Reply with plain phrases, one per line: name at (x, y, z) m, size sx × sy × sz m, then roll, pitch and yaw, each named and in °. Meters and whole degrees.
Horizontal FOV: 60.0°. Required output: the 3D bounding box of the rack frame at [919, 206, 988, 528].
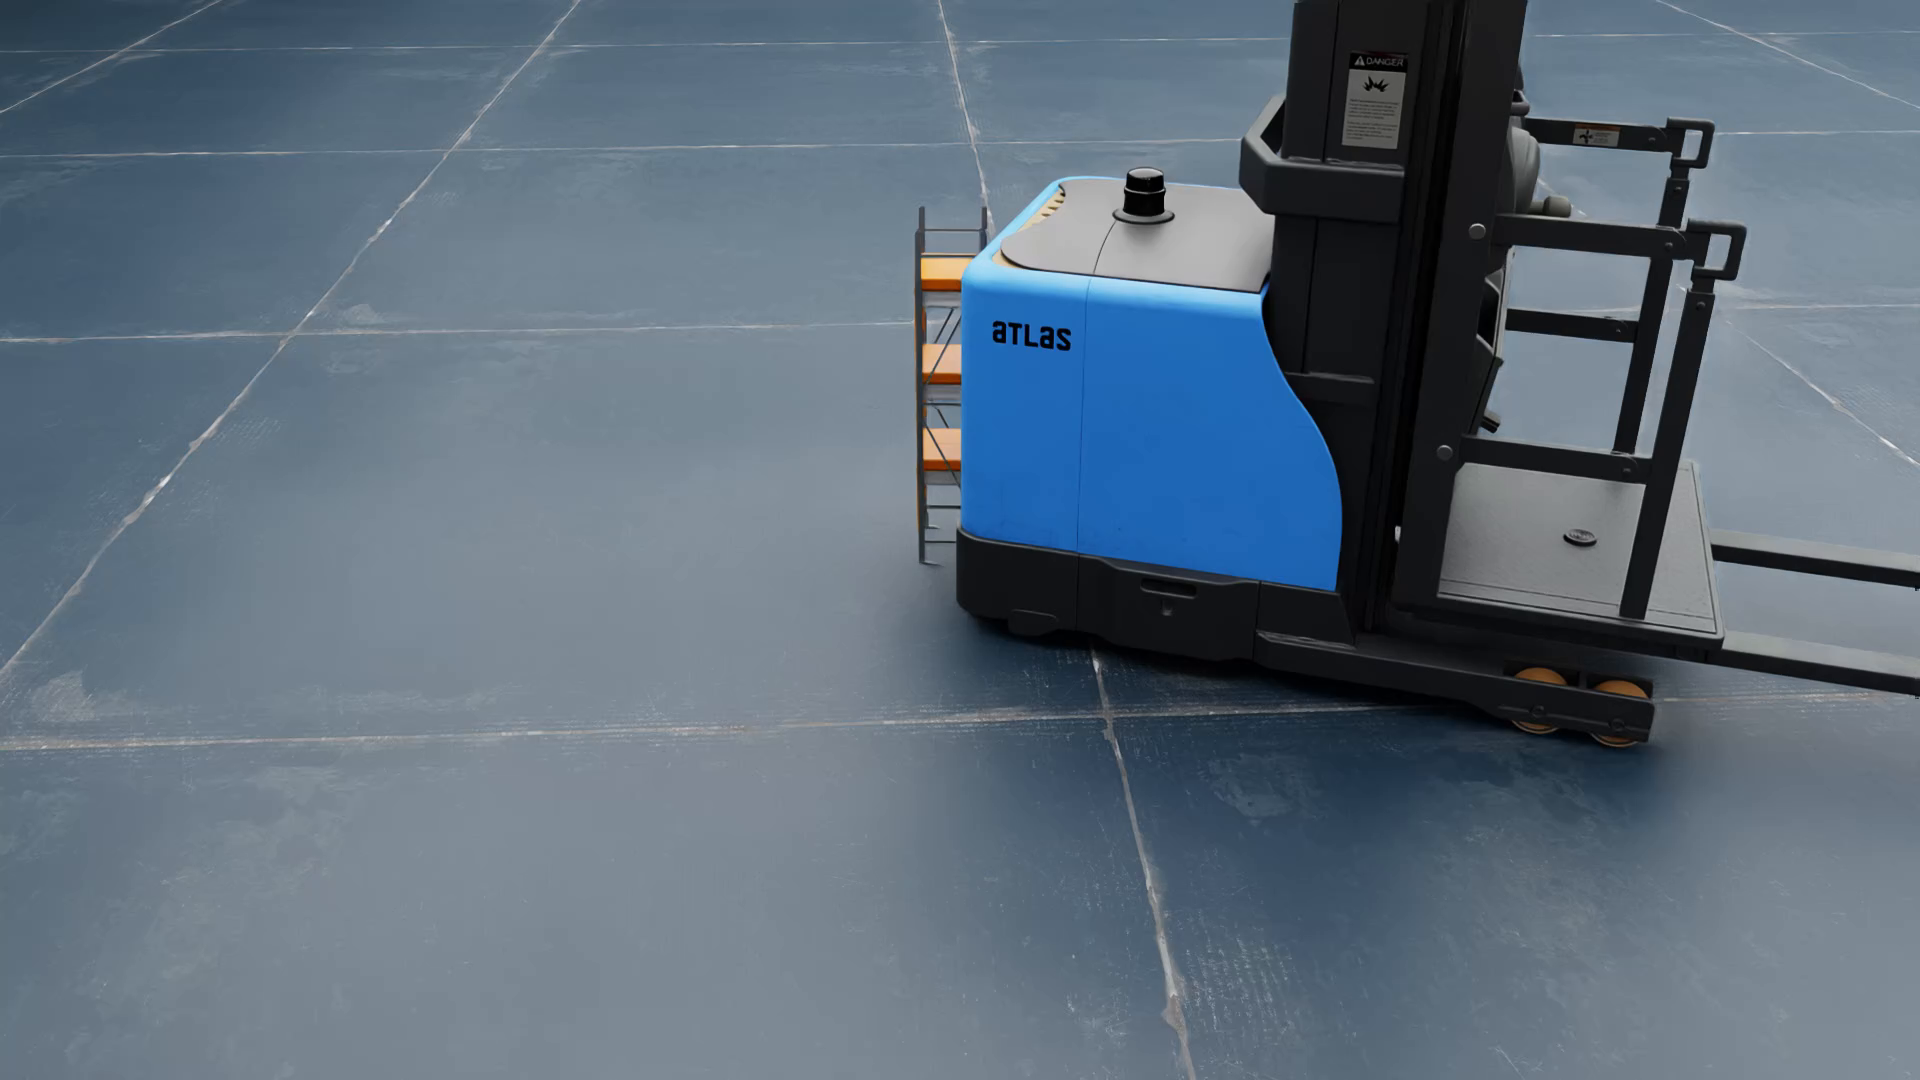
rack frame at (-0.020, -0.505, 5.084) m, size 0.200 × 1.050 × 0.008 m, roll 1°, pitch 28°, yaw 1°

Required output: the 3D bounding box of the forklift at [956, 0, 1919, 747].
forklift at (1.564, -1.048, 4.090) m, size 3.031 × 2.935 × 1.130 m, roll 9°, pitch 29°, yaw 16°

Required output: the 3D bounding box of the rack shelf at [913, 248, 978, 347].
rack shelf at (-0.023, -0.691, 4.849) m, size 0.215 × 0.259 × 0.240 m, roll 1°, pitch 28°, yaw 1°

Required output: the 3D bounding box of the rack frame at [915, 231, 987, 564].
rack frame at (-0.026, -0.393, 4.867) m, size 0.200 × 1.050 × 0.008 m, roll 1°, pitch 28°, yaw 1°

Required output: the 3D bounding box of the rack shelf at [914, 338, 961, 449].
rack shelf at (-0.023, -0.440, 4.980) m, size 0.215 × 0.259 × 0.240 m, roll 1°, pitch 28°, yaw 1°

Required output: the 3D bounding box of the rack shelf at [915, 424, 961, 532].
rack shelf at (-0.023, -0.193, 5.109) m, size 0.215 × 0.259 × 0.240 m, roll 1°, pitch 28°, yaw 1°

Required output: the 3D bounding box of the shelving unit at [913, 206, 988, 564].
shelving unit at (-0.023, -0.449, 4.976) m, size 0.215 × 1.050 × 0.252 m, roll 1°, pitch 28°, yaw 1°
